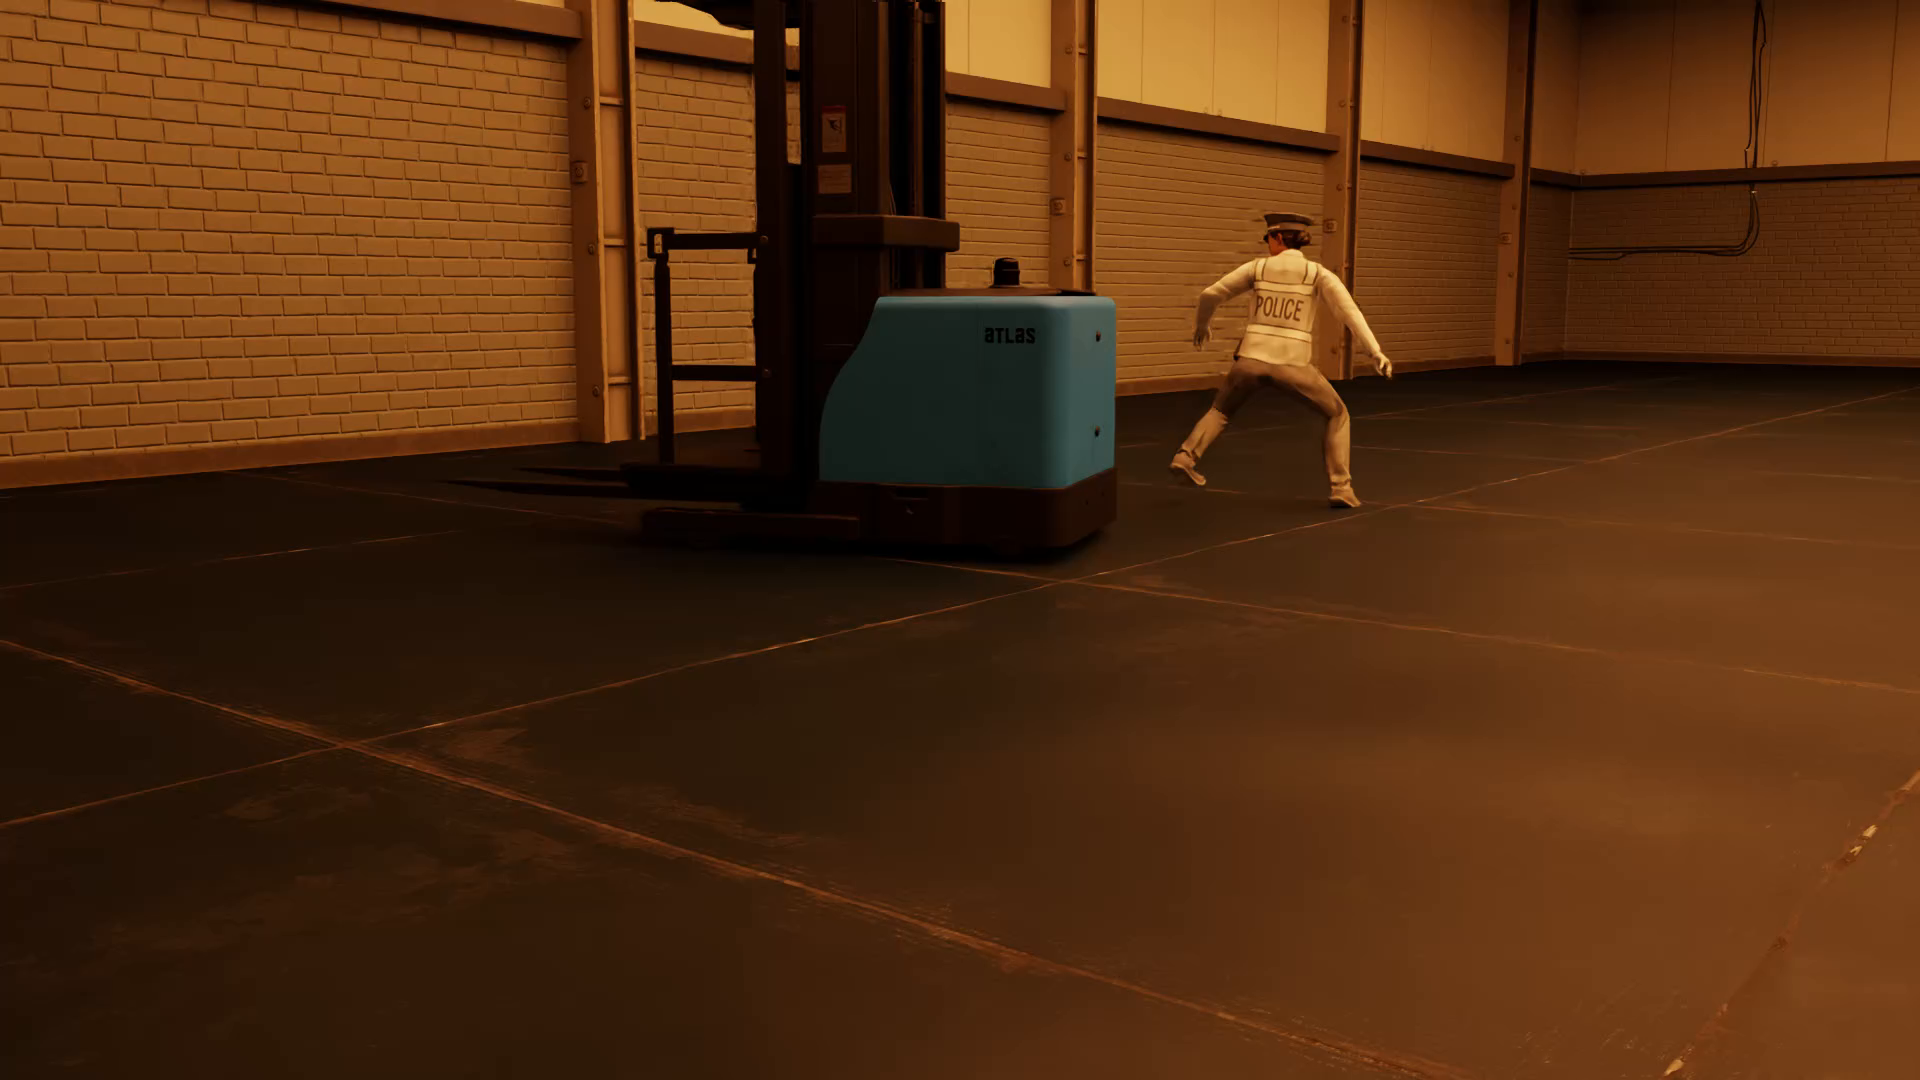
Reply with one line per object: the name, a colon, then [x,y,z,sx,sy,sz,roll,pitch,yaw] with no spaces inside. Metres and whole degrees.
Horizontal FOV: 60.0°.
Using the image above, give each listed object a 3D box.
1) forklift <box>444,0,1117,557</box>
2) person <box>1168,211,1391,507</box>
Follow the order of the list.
forklift: [-0.862,-1.483,7.415,3.031,2.935,1.130,3,9,18]
person: [1.673,-0.890,8.536,1.104,1.573,0.490,4,9,23]
